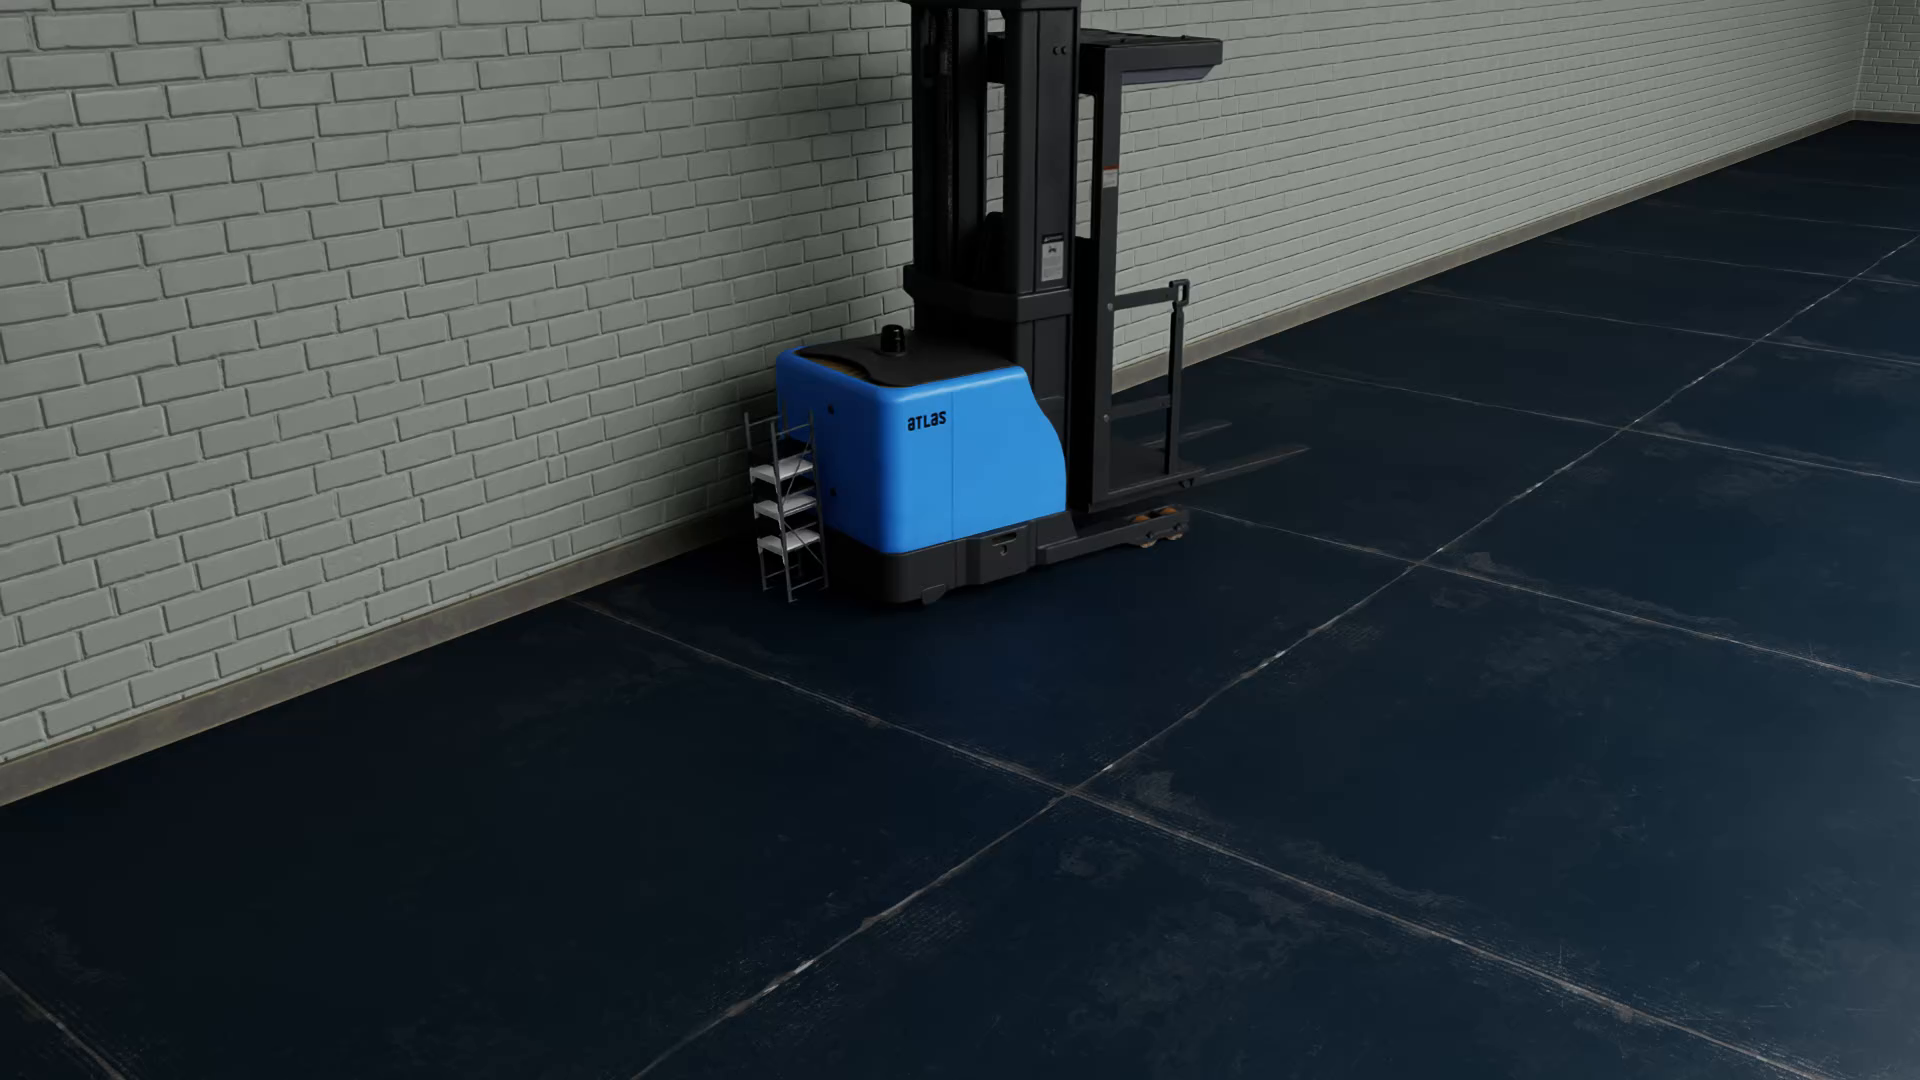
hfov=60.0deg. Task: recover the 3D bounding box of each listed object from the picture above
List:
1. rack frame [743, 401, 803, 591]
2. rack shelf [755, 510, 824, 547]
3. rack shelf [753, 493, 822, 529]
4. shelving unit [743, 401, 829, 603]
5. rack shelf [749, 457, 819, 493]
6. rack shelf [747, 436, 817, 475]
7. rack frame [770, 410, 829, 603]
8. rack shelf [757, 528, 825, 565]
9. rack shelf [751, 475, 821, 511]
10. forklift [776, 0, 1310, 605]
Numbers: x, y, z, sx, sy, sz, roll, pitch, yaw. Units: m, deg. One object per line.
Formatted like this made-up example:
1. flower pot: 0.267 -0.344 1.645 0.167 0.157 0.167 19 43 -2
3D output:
1. rack frame: -0.884 -0.205 7.911 0.240 0.900 0.006 -22 30 -37
2. rack shelf: -0.809 -0.065 7.890 0.258 0.077 0.200 -22 30 -37
3. rack shelf: -0.814 -0.148 7.854 0.258 0.077 0.200 -22 30 -37
4. shelving unit: -0.816 -0.178 7.841 0.258 0.900 0.210 -22 30 -37
5. rack shelf: -0.824 -0.313 7.783 0.258 0.077 0.200 -22 30 -37
6. rack shelf: -0.828 -0.395 7.747 0.258 0.077 0.200 -22 30 -37
7. rack frame: -0.747 -0.152 7.771 0.240 0.900 0.006 -22 30 -37
8. rack shelf: -0.805 0.017 7.925 0.258 0.077 0.200 -22 30 -37
9. rack shelf: -0.819 -0.230 7.818 0.258 0.077 0.200 -22 30 -37
10. forklift: 0.576 -1.464 8.396 3.031 2.935 1.130 -15 25 -34
